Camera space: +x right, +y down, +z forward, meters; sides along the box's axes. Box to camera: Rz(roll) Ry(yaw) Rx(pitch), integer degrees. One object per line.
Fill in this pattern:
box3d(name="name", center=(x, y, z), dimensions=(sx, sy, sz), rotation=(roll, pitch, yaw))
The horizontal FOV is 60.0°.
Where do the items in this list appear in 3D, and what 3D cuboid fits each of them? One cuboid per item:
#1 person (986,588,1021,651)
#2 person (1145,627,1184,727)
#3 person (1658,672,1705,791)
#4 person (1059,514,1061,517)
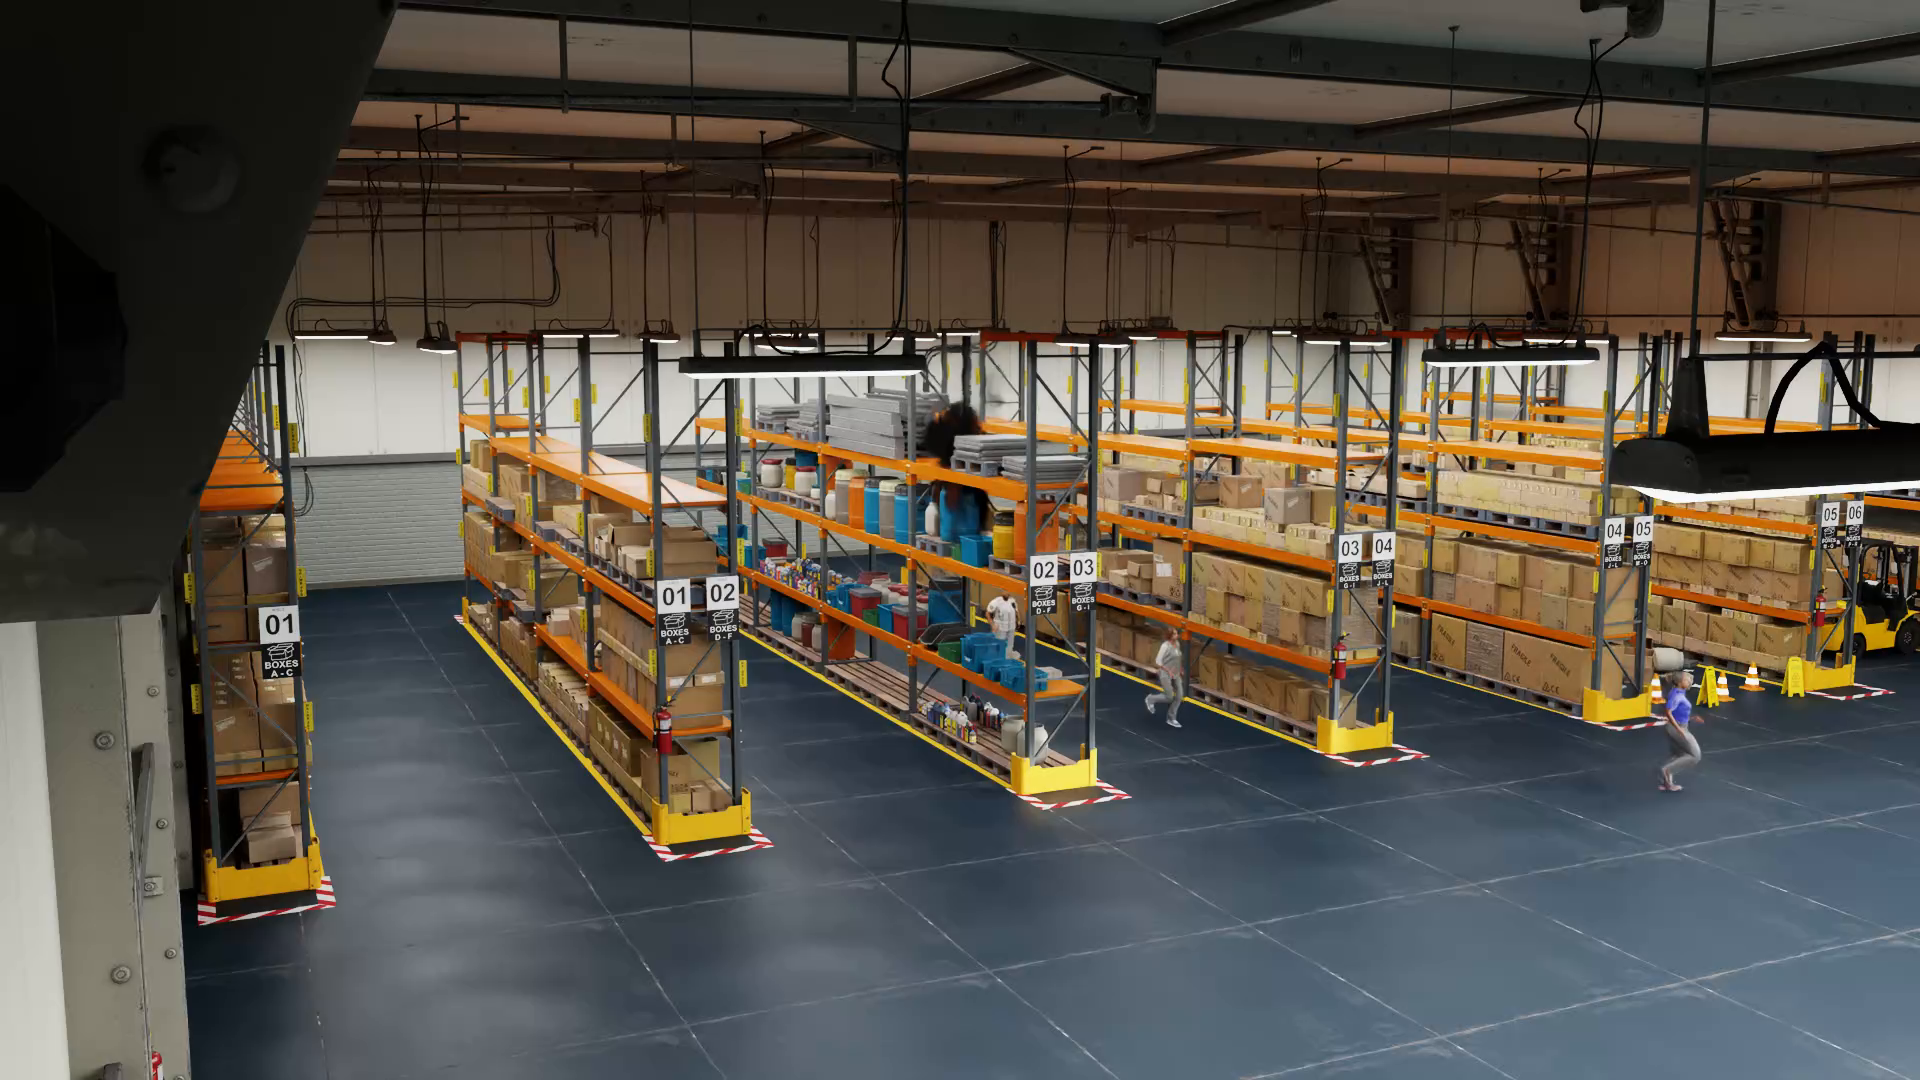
box3d(name="person", center=(0.797, 1.585, 29.327), dimensions=(0.618, 1.635, 0.545), rotation=(-4, 9, -30))
box3d(name="person", center=(3.215, 2.101, 25.805), dimensions=(0.524, 1.565, 0.646), rotation=(-7, 10, -41))
box3d(name="person", center=(9.624, 2.604, 22.153), dimensions=(0.559, 1.509, 0.572), rotation=(2, 8, 11))
box3d(name="person", center=(2.128, 0.162, 39.826), dimensions=(0.714, 1.625, 0.570), rotation=(2, 8, 15))
